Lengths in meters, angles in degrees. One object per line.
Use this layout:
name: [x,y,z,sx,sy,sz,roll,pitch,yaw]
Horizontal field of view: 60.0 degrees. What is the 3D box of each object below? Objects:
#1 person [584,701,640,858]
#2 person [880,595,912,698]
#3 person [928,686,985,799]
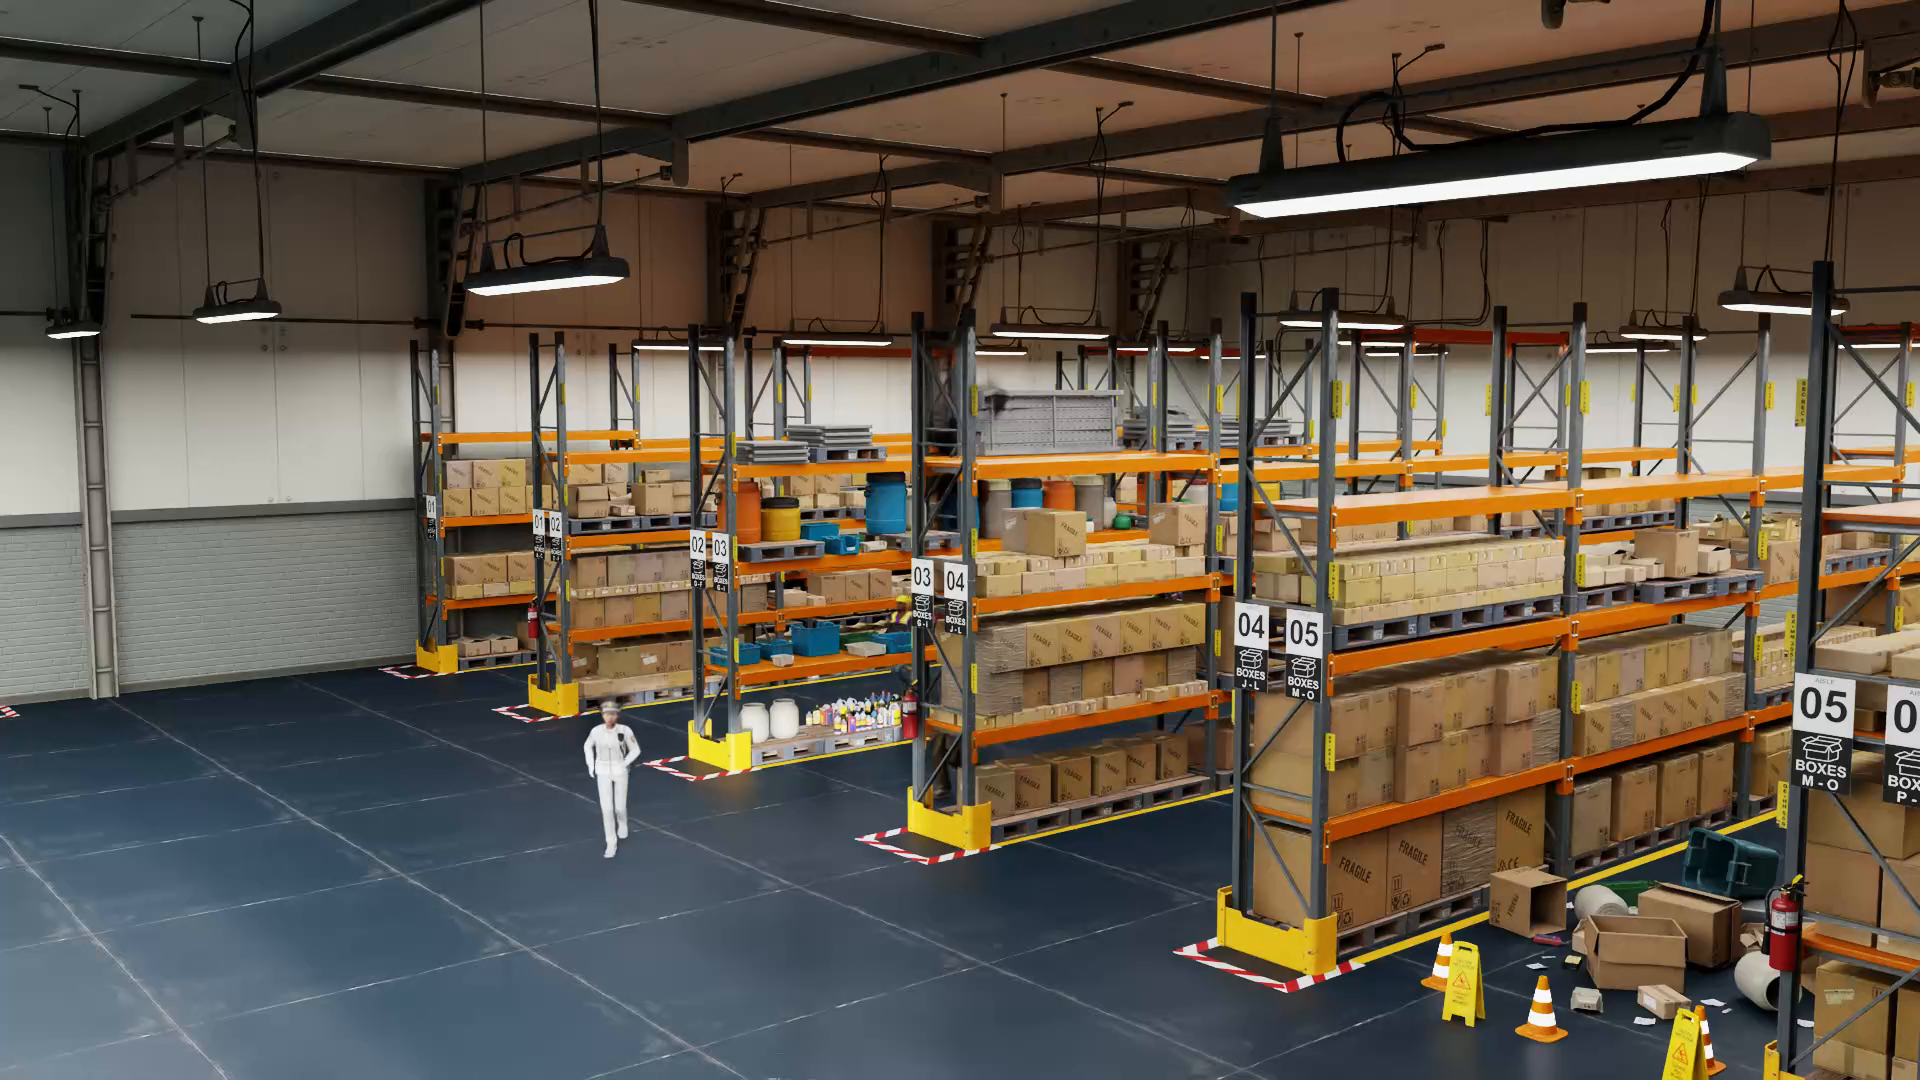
person: [-3.879,2.615,18.535,0.630,1.691,0.747,-1,5,-8]
person: [-0.983,1.768,27.283,0.675,1.732,0.626,5,7,41]
person: [-0.074,2.362,20.940,0.833,1.736,0.716,-5,7,-42]
